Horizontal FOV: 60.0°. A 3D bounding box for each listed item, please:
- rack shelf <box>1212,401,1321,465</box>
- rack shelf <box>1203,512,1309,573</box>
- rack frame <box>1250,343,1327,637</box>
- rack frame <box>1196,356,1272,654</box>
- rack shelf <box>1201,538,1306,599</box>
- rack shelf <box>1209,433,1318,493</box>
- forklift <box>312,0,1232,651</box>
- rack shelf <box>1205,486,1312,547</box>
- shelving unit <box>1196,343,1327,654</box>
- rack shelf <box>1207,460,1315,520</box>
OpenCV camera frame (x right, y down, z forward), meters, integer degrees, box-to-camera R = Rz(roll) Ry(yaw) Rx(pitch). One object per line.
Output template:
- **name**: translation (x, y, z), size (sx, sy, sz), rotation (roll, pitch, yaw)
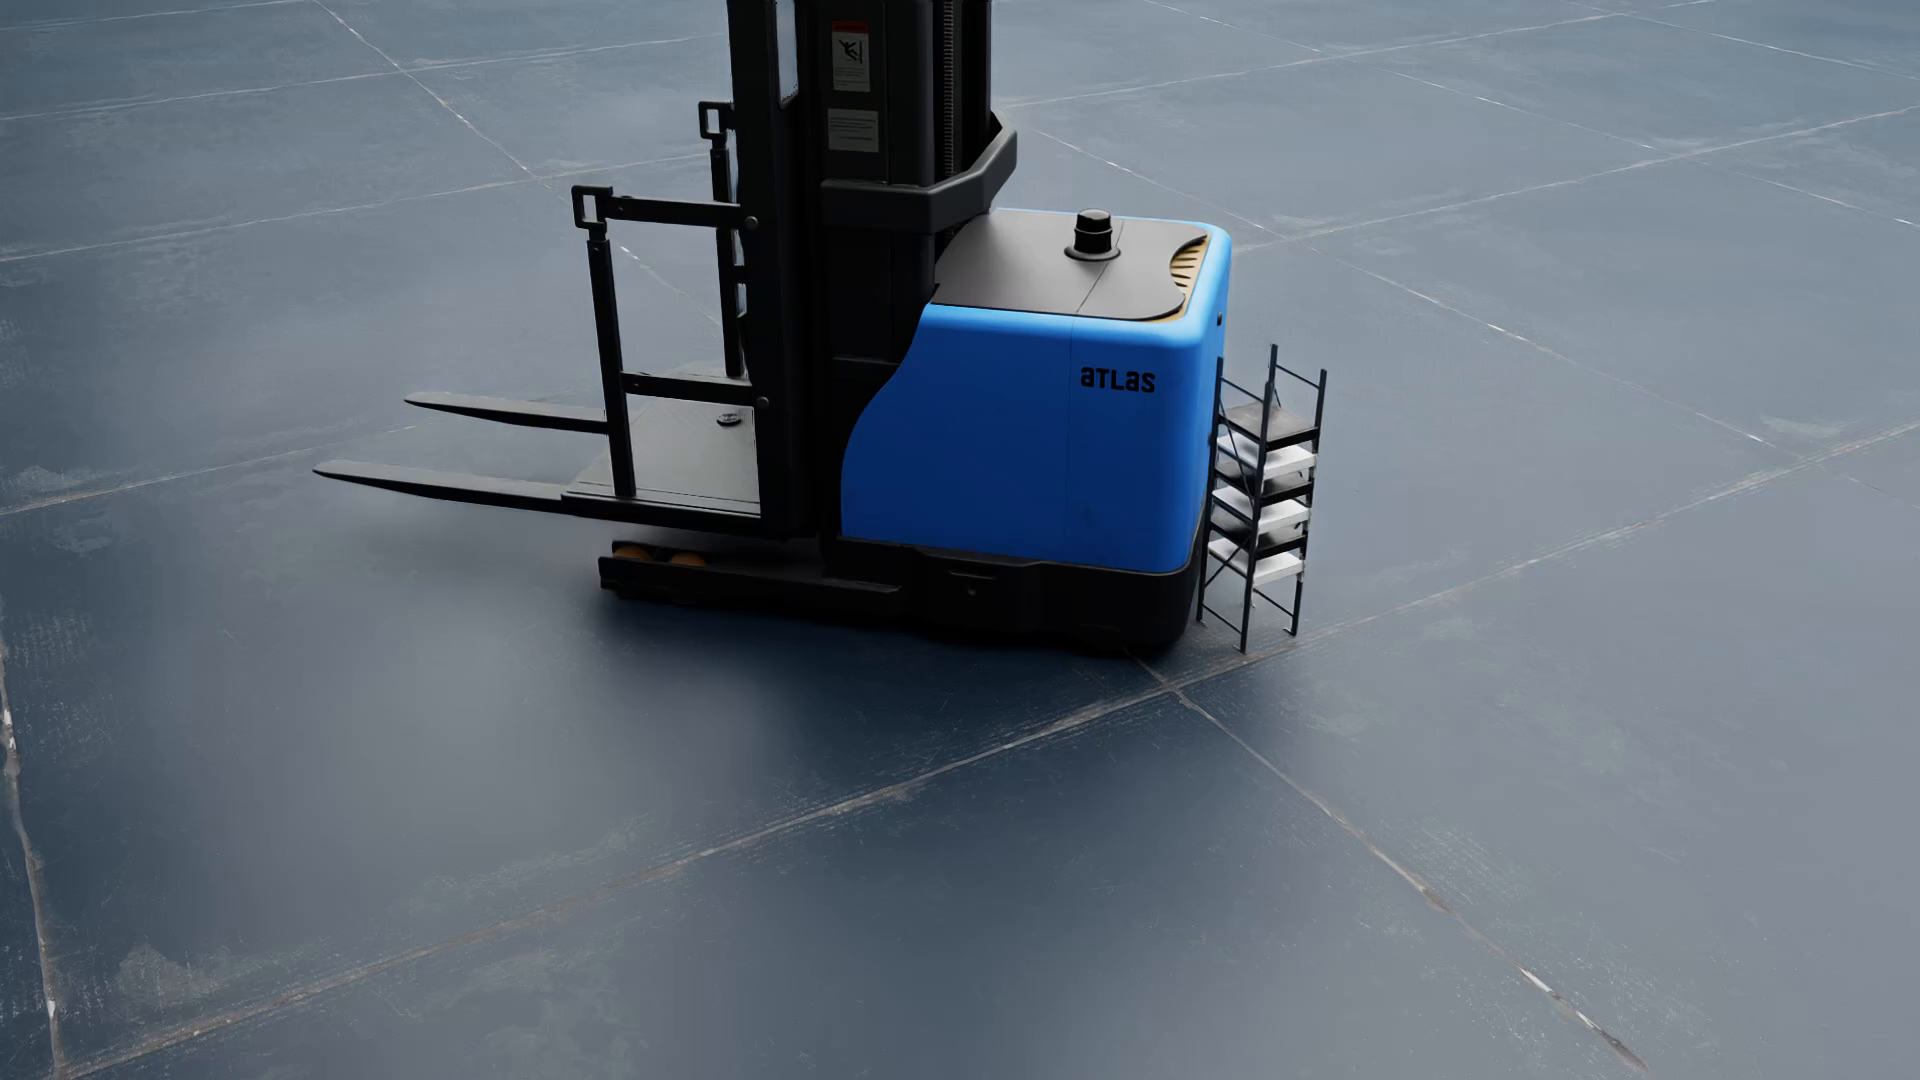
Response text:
- **rack shelf**: translation (0.903, -0.325, 4.917), size (0.200, 0.077, 0.258), rotation (-16, 33, -26)
- **rack shelf**: translation (0.903, -0.010, 5.091), size (0.200, 0.077, 0.258), rotation (-16, 33, -26)
- **rack frame**: translation (0.991, -0.142, 5.076), size (0.006, 0.900, 0.240), rotation (-16, 33, -26)
- **rack frame**: translation (0.815, -0.093, 4.987), size (0.006, 0.900, 0.240), rotation (-16, 33, -26)
- **rack shelf**: translation (0.903, 0.069, 5.135), size (0.200, 0.077, 0.258), rotation (-16, 33, -26)
- **rack shelf**: translation (0.903, -0.246, 4.961), size (0.200, 0.077, 0.258), rotation (-16, 33, -26)
- **forklift**: translation (-0.684, -1.313, 5.096), size (3.031, 2.935, 1.130), rotation (7, 30, 12)
- **rack shelf**: translation (0.903, -0.088, 5.048), size (0.200, 0.077, 0.258), rotation (-16, 33, -26)
- **shelving unit**: translation (0.903, -0.118, 5.032), size (0.210, 0.900, 0.258), rotation (-16, 33, -26)
- **rack shelf**: translation (0.903, -0.167, 5.004), size (0.200, 0.077, 0.258), rotation (-16, 33, -26)
